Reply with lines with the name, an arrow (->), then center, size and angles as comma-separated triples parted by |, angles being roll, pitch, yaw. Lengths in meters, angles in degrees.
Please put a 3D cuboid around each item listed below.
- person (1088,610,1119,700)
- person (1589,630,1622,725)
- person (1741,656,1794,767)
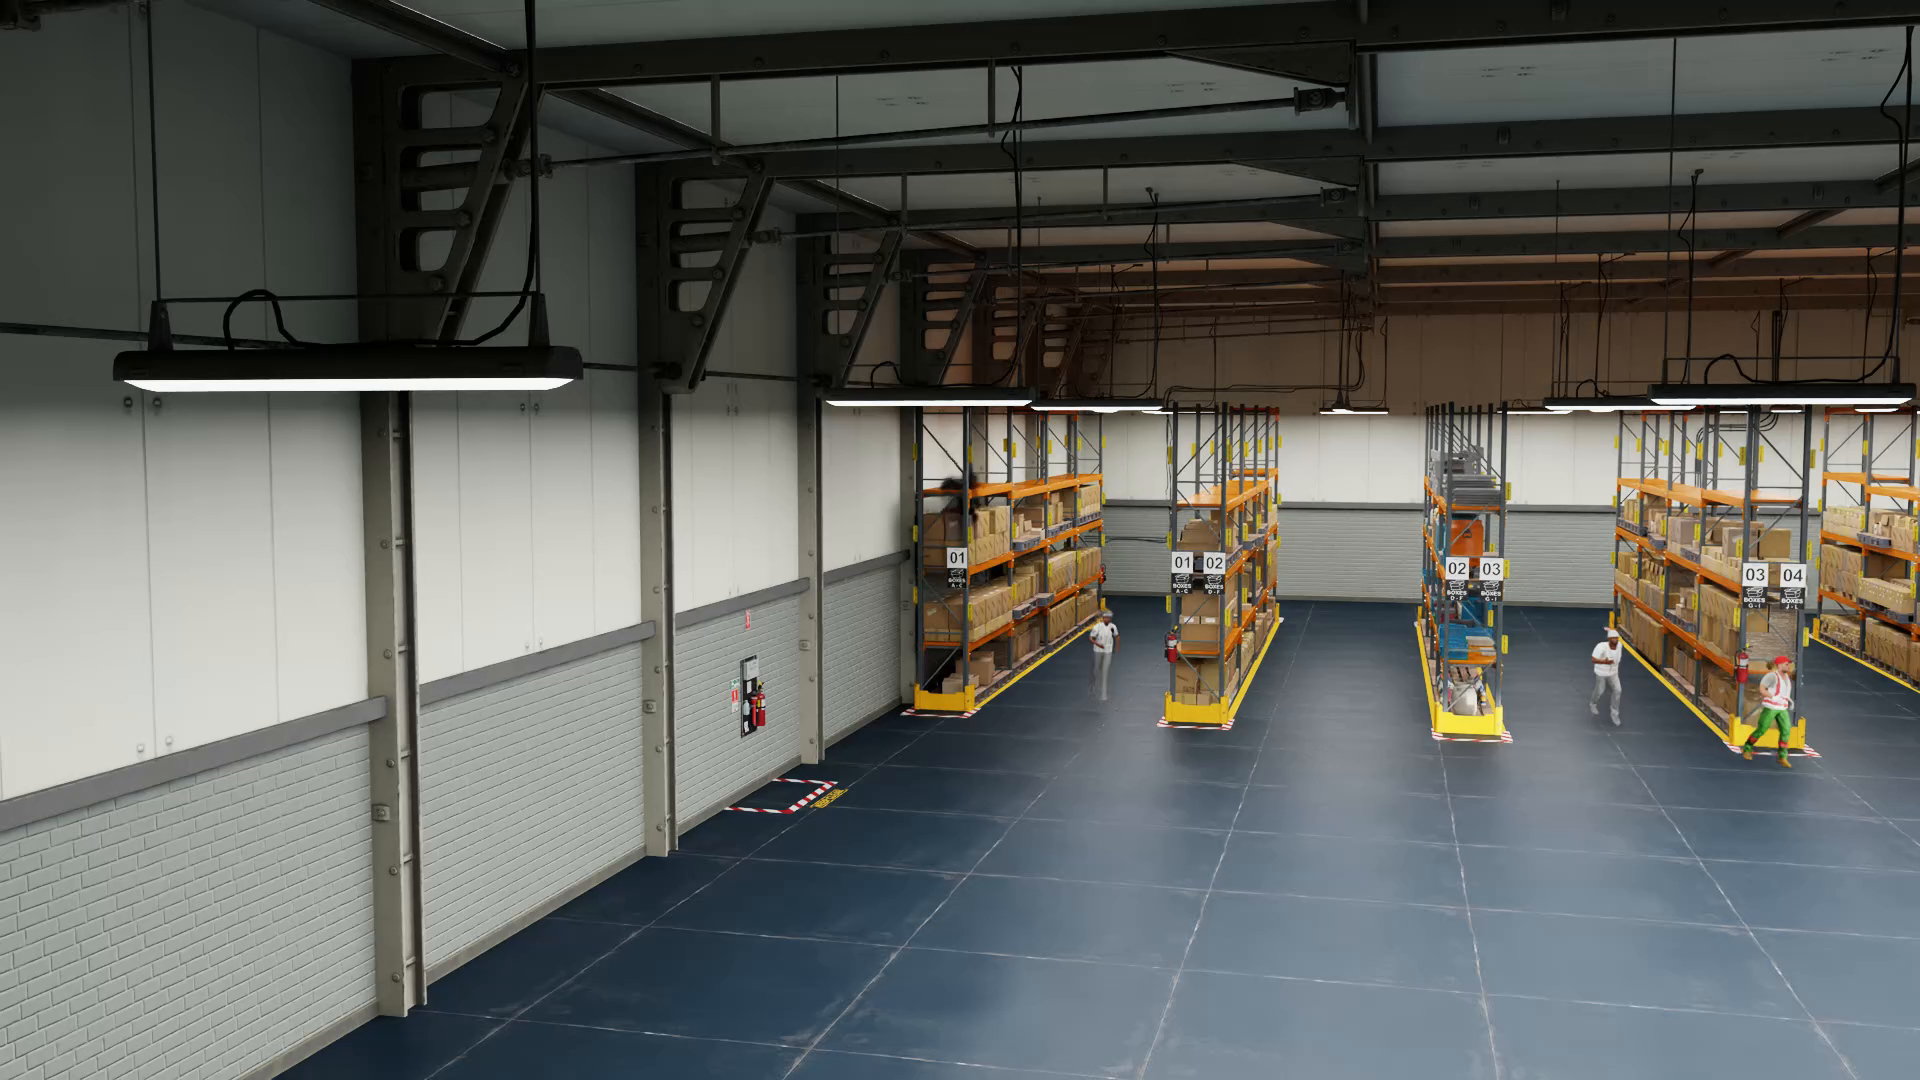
person -> 2.814, 2.224, 32.329 | 0.627, 1.730, 0.801 | 0, 4, -6
person -> 12.163, 2.548, 31.362 | 0.694, 1.774, 1.006 | 0, 4, -4
person -> 13.436, 2.781, 27.333 | 0.732, 1.766, 0.900 | -2, 5, -21
